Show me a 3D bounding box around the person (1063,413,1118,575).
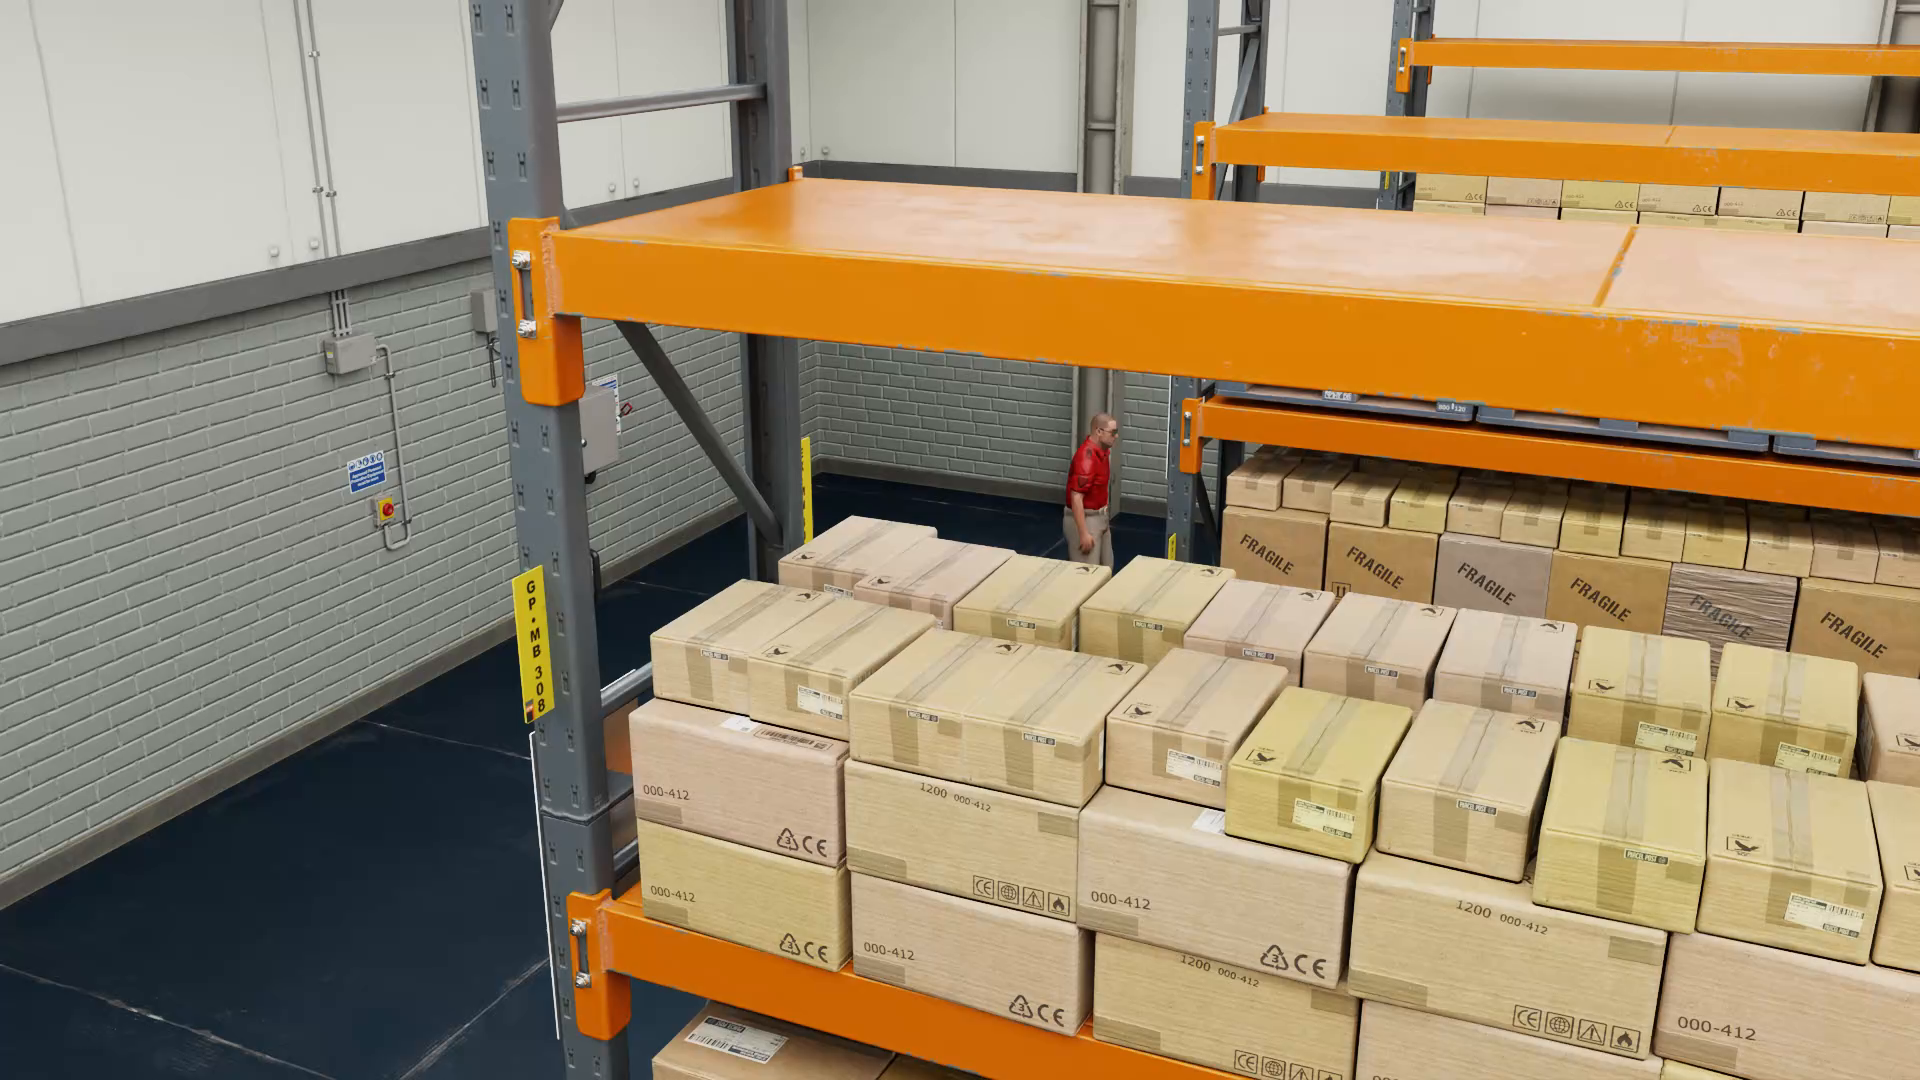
[{"bbox_3d":[1.001,-0.103,12.386,0.436,1.726,0.599,7,20,20],"label":"person"}]
